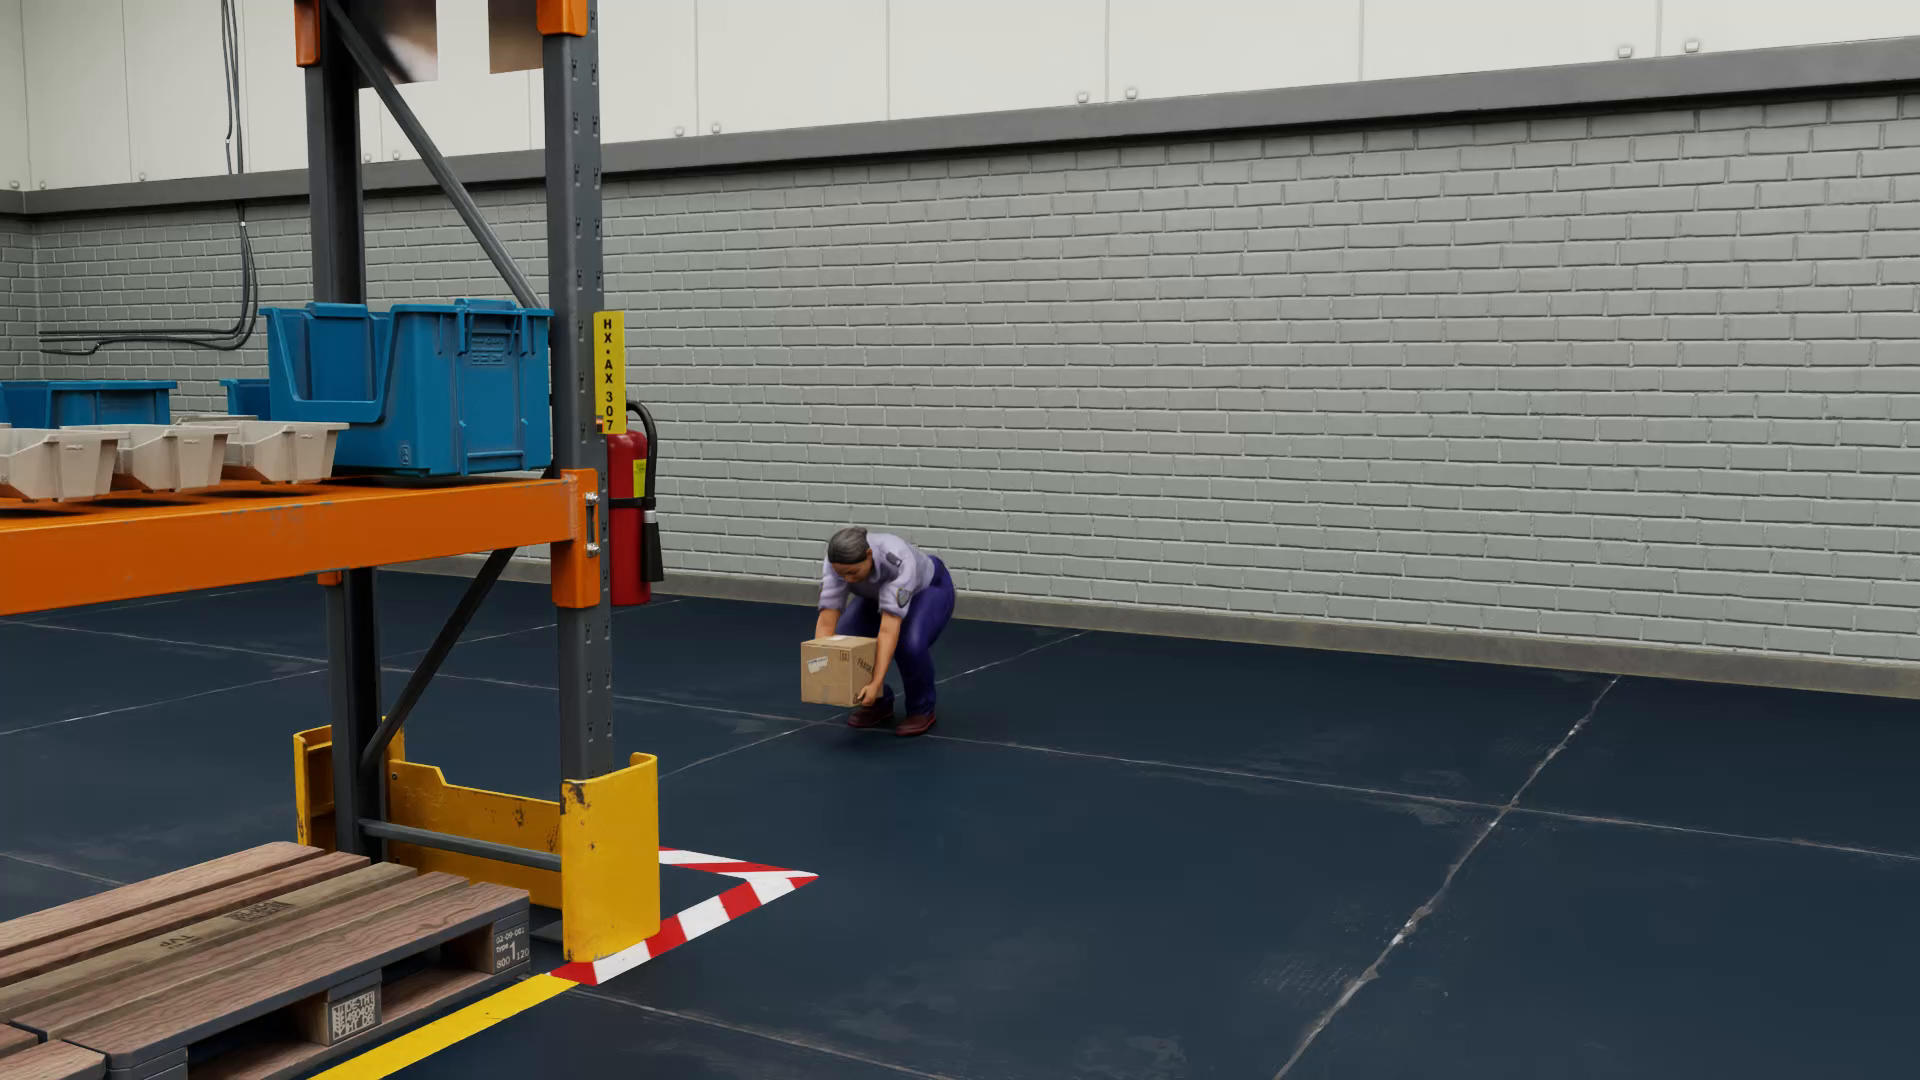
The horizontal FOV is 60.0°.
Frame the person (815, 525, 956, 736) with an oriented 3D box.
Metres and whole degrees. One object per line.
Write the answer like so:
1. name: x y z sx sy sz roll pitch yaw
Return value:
1. person: -0.341 0.379 7.259 0.508 0.941 0.868 3 7 26
